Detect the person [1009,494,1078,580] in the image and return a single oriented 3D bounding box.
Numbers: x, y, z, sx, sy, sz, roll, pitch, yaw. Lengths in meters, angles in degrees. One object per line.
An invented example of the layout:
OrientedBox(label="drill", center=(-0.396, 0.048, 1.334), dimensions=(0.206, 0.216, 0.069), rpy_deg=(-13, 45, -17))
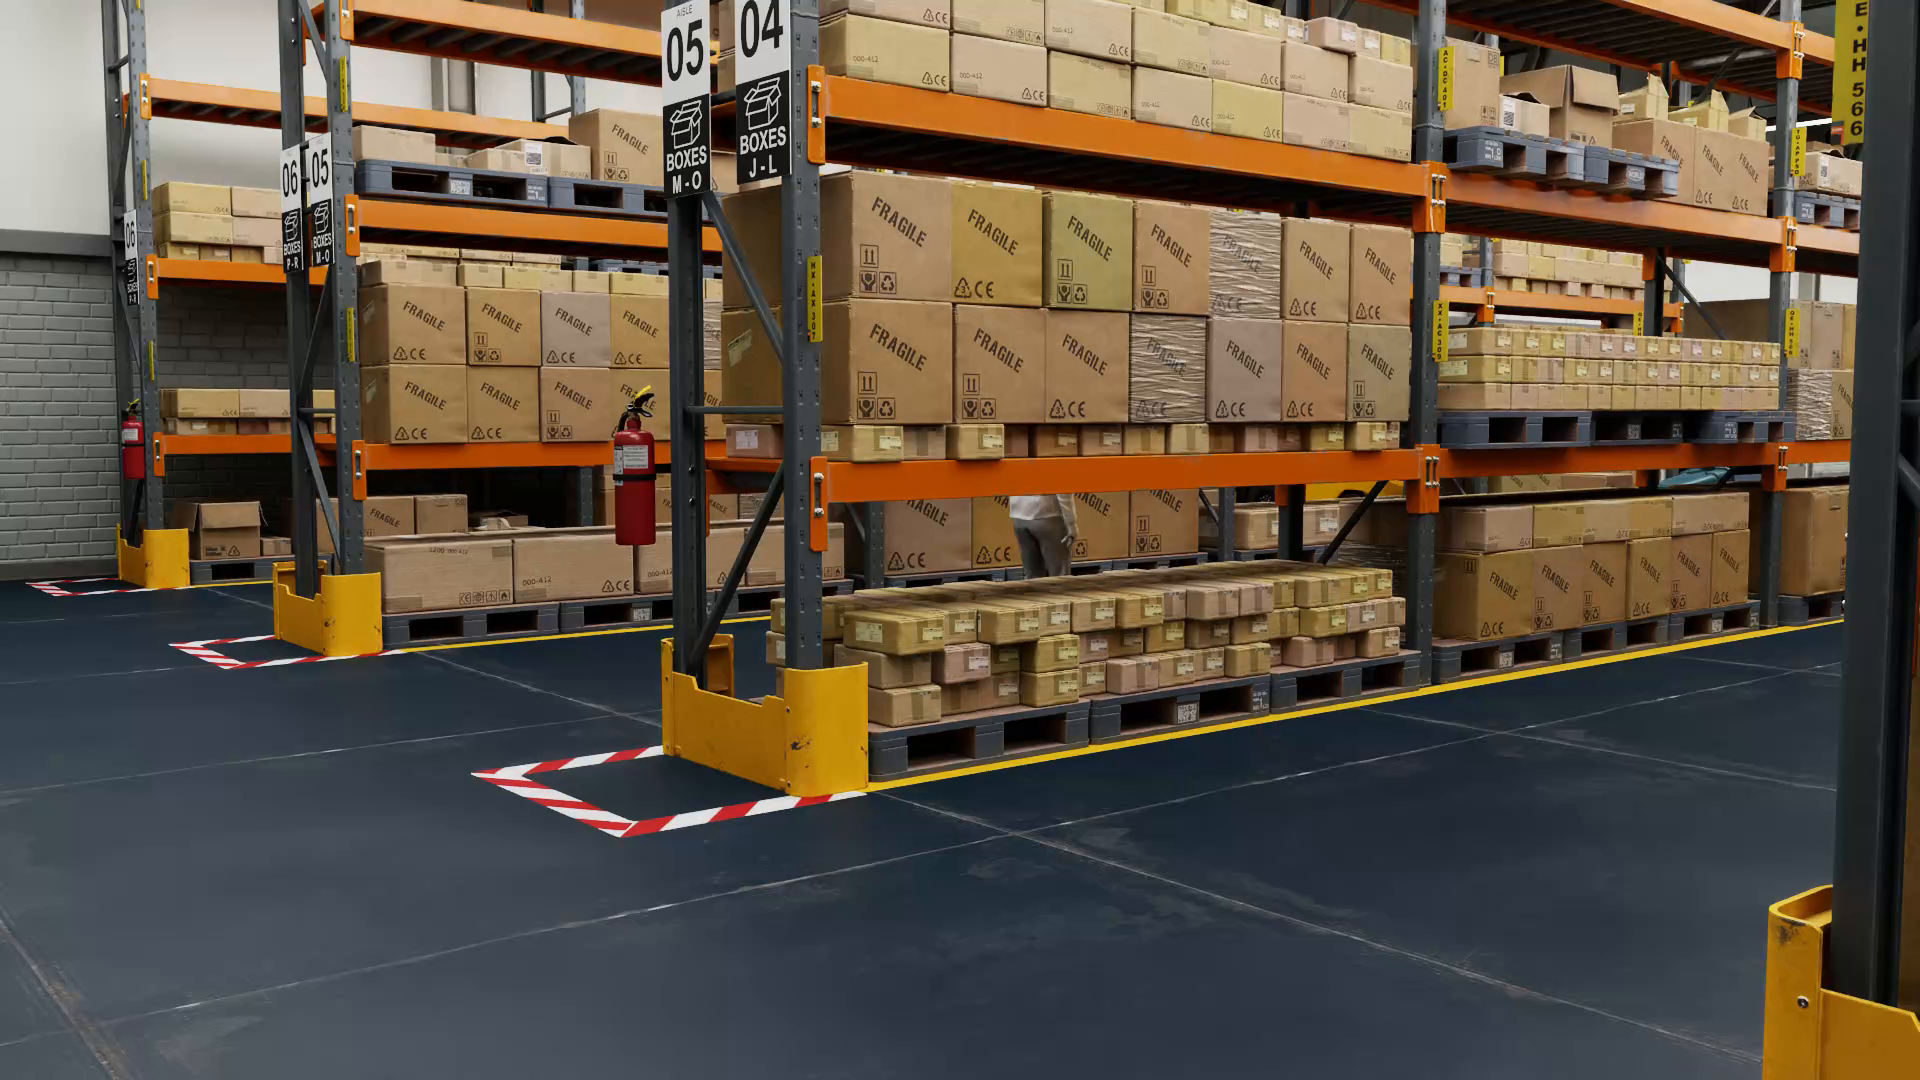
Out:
OrientedBox(label="person", center=(0.509, -0.103, 10.069), dimensions=(0.375, 1.663, 0.526), rpy_deg=(-4, 6, -39))
